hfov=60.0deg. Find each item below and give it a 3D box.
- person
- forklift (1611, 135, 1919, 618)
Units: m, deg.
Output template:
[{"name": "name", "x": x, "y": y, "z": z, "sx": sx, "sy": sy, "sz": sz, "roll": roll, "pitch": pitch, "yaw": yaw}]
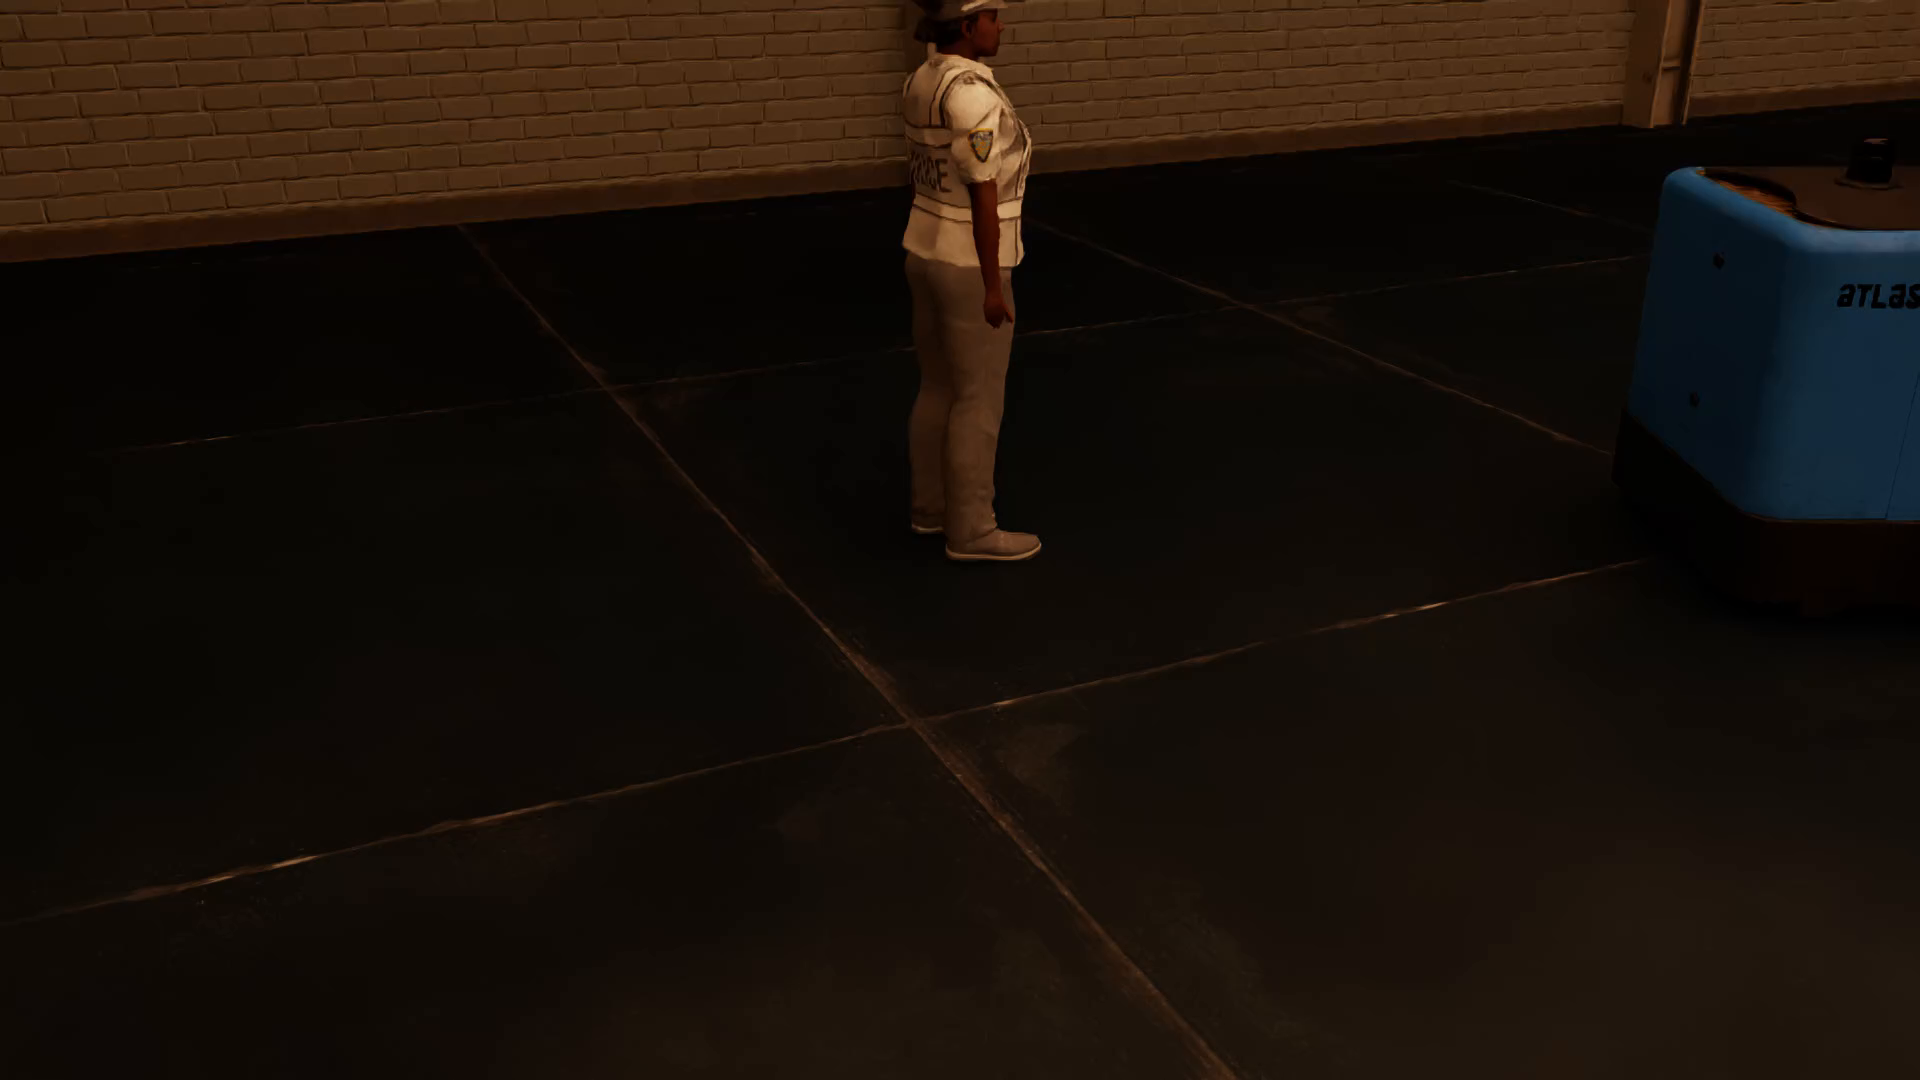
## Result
[{"name": "person", "x": 0.021, "y": -0.778, "z": 4.786, "sx": 0.338, "sy": 1.688, "sz": 0.446, "roll": -10, "pitch": 25, "yaw": -23}, {"name": "forklift", "x": 3.617, "y": -1.305, "z": 4.427, "sx": 3.031, "sy": 2.935, "sz": 1.130, "roll": 0, "pitch": 23, "yaw": 1}]
